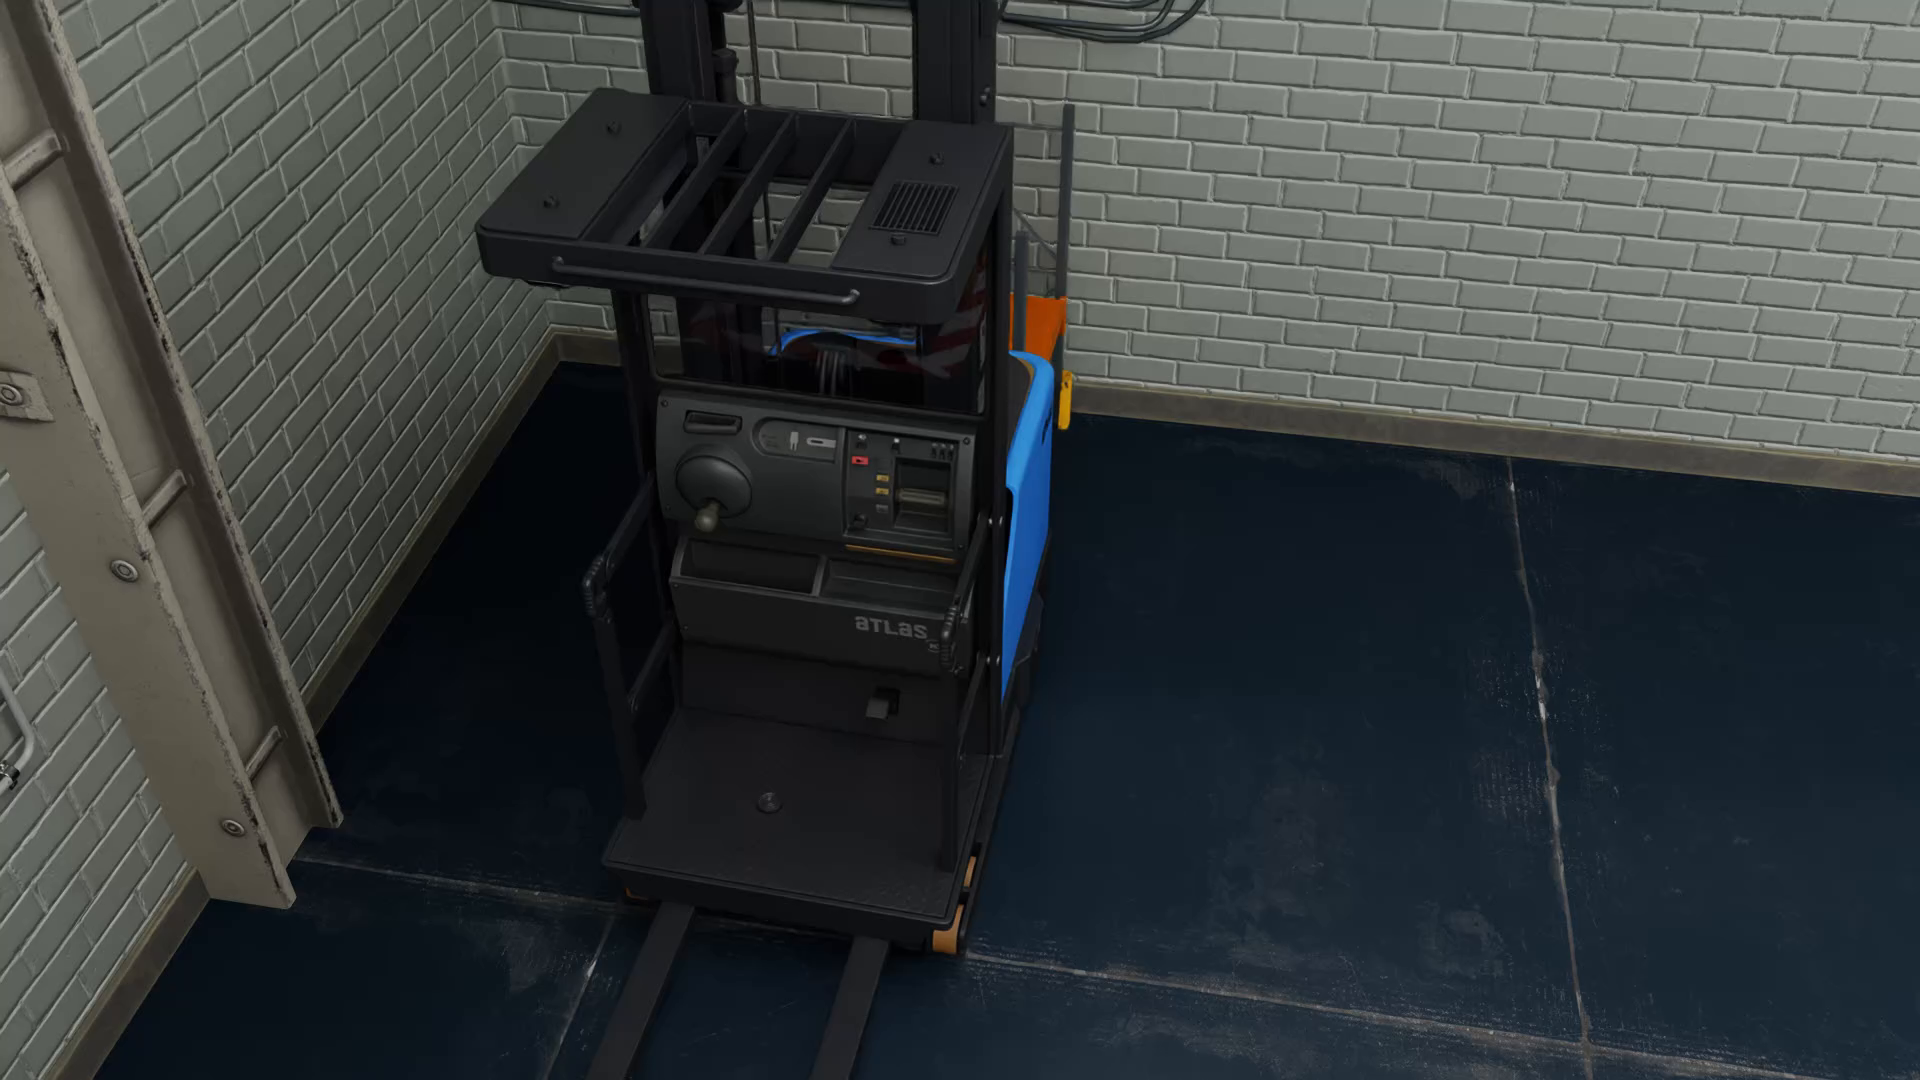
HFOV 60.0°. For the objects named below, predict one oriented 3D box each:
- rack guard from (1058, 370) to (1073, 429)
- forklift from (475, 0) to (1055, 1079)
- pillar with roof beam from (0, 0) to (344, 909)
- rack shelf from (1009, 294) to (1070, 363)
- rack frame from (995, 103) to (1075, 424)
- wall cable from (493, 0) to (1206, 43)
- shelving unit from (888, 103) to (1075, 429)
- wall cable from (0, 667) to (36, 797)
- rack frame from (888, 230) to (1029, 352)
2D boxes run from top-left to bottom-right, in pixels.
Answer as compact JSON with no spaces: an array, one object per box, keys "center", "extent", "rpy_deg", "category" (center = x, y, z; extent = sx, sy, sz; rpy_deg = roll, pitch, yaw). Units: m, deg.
[{"center":[0.198,-0.649,7.339],"extent":[0.587,0.250,0.087],"rpy_deg":[8,40,9],"category":"rack guard"},{"center":[-0.460,-0.104,4.575],"extent":[1.130,2.935,3.031],"rpy_deg":[8,40,9],"category":"forklift"},{"center":[1.975,-1.953,2.050],"extent":[9.100,9.000,0.400],"rpy_deg":[6,40,8],"category":"pillar with roof beam"},{"center":[0.093,-0.676,6.673],"extent":[0.538,0.185,1.000],"rpy_deg":[8,40,9],"category":"rack shelf"},{"center":[0.198,-1.132,6.942],"extent":[0.500,1.500,0.032],"rpy_deg":[8,40,9],"category":"rack frame"},{"center":[-0.549,-2.951,5.694],"extent":[3.097,2.526,0.112],"rpy_deg":[6,40,8],"category":"wall cable"},{"center":[0.095,-0.821,6.566],"extent":[0.587,1.500,1.083],"rpy_deg":[8,40,9],"category":"shelving unit"},{"center":[-2.590,0.375,3.145],"extent":[0.084,1.984,1.851],"rpy_deg":[6,40,8],"category":"wall cable"},{"center":[-0.012,-0.498,6.175],"extent":[0.500,1.500,0.032],"rpy_deg":[8,40,9],"category":"rack frame"}]
